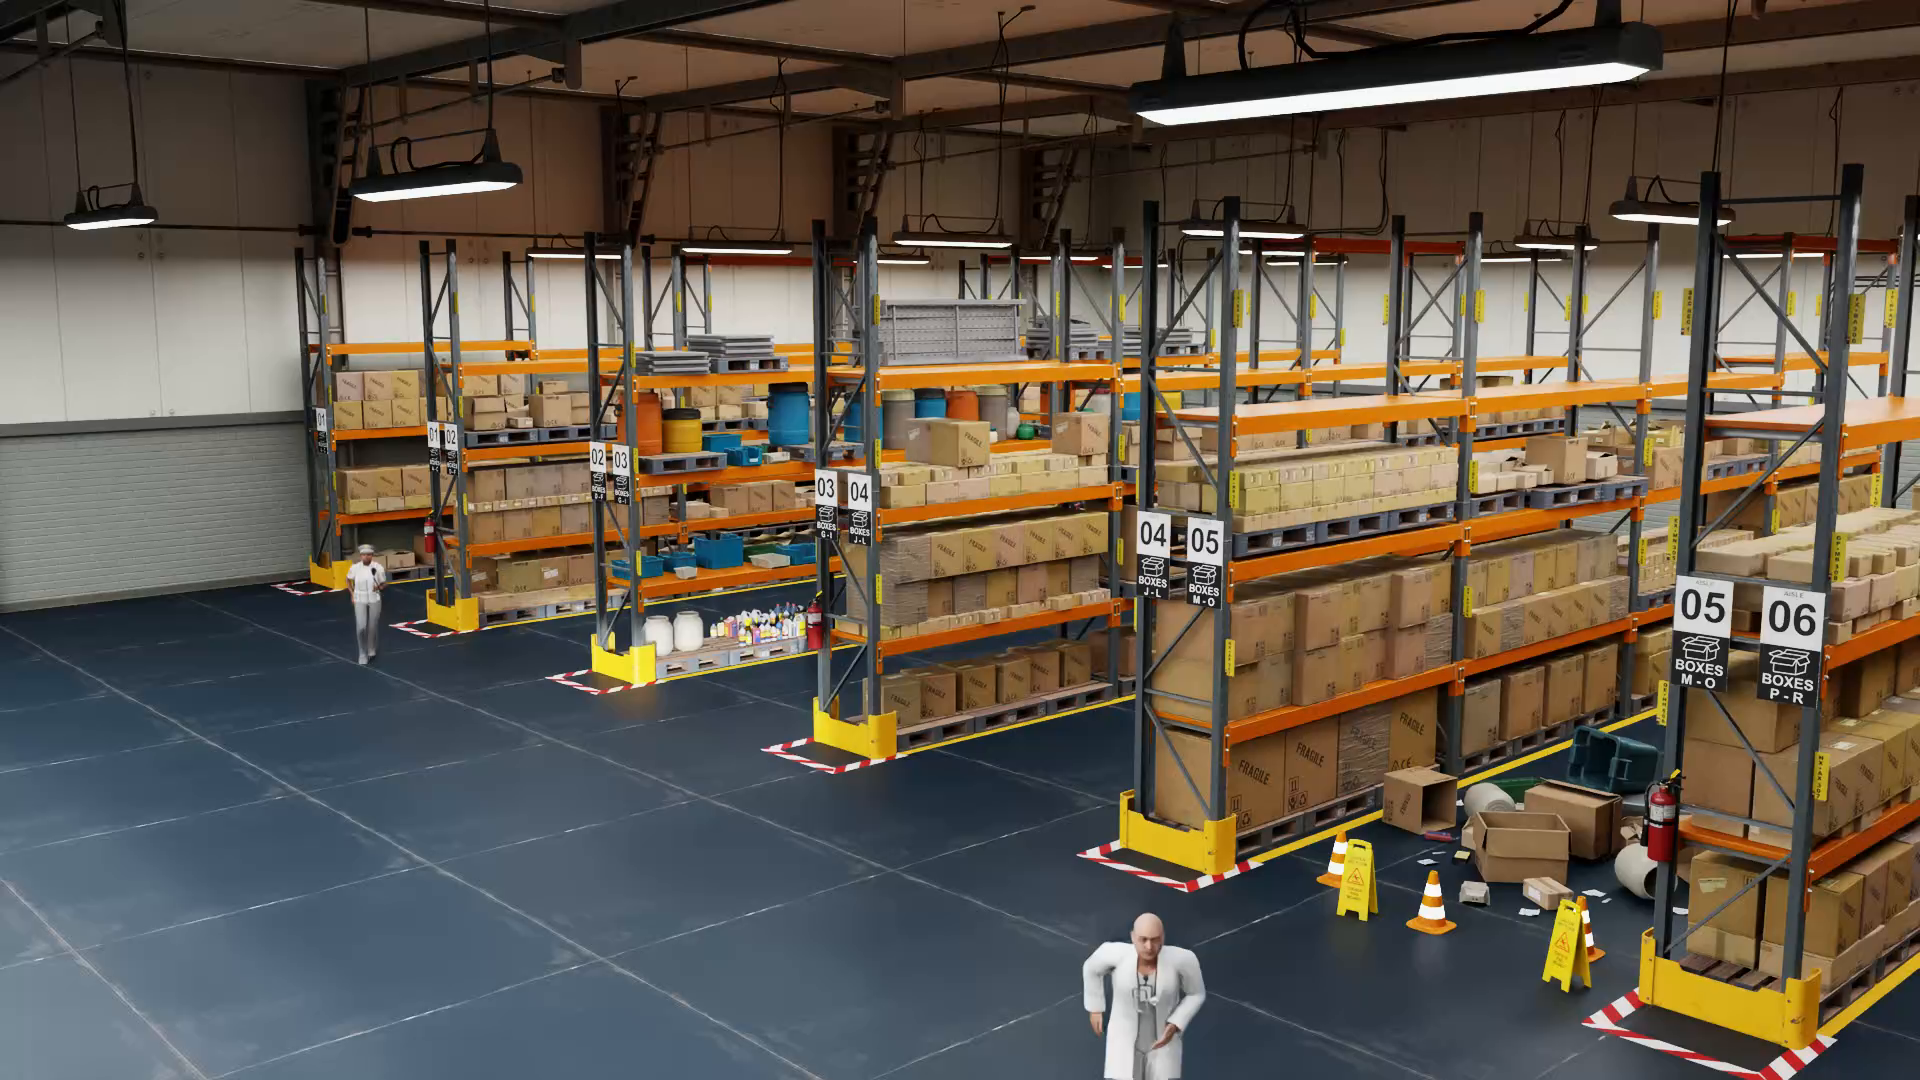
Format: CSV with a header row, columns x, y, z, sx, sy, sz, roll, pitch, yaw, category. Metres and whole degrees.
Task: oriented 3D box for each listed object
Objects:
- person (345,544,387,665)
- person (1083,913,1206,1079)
x,y,z,sx,sy,sz,roll,pitch,yaw,category
-8.368,0.908,23.494,0.551,1.733,0.719,-3,9,-21,person
1.070,2.931,9.739,0.701,1.711,0.793,0,8,1,person
